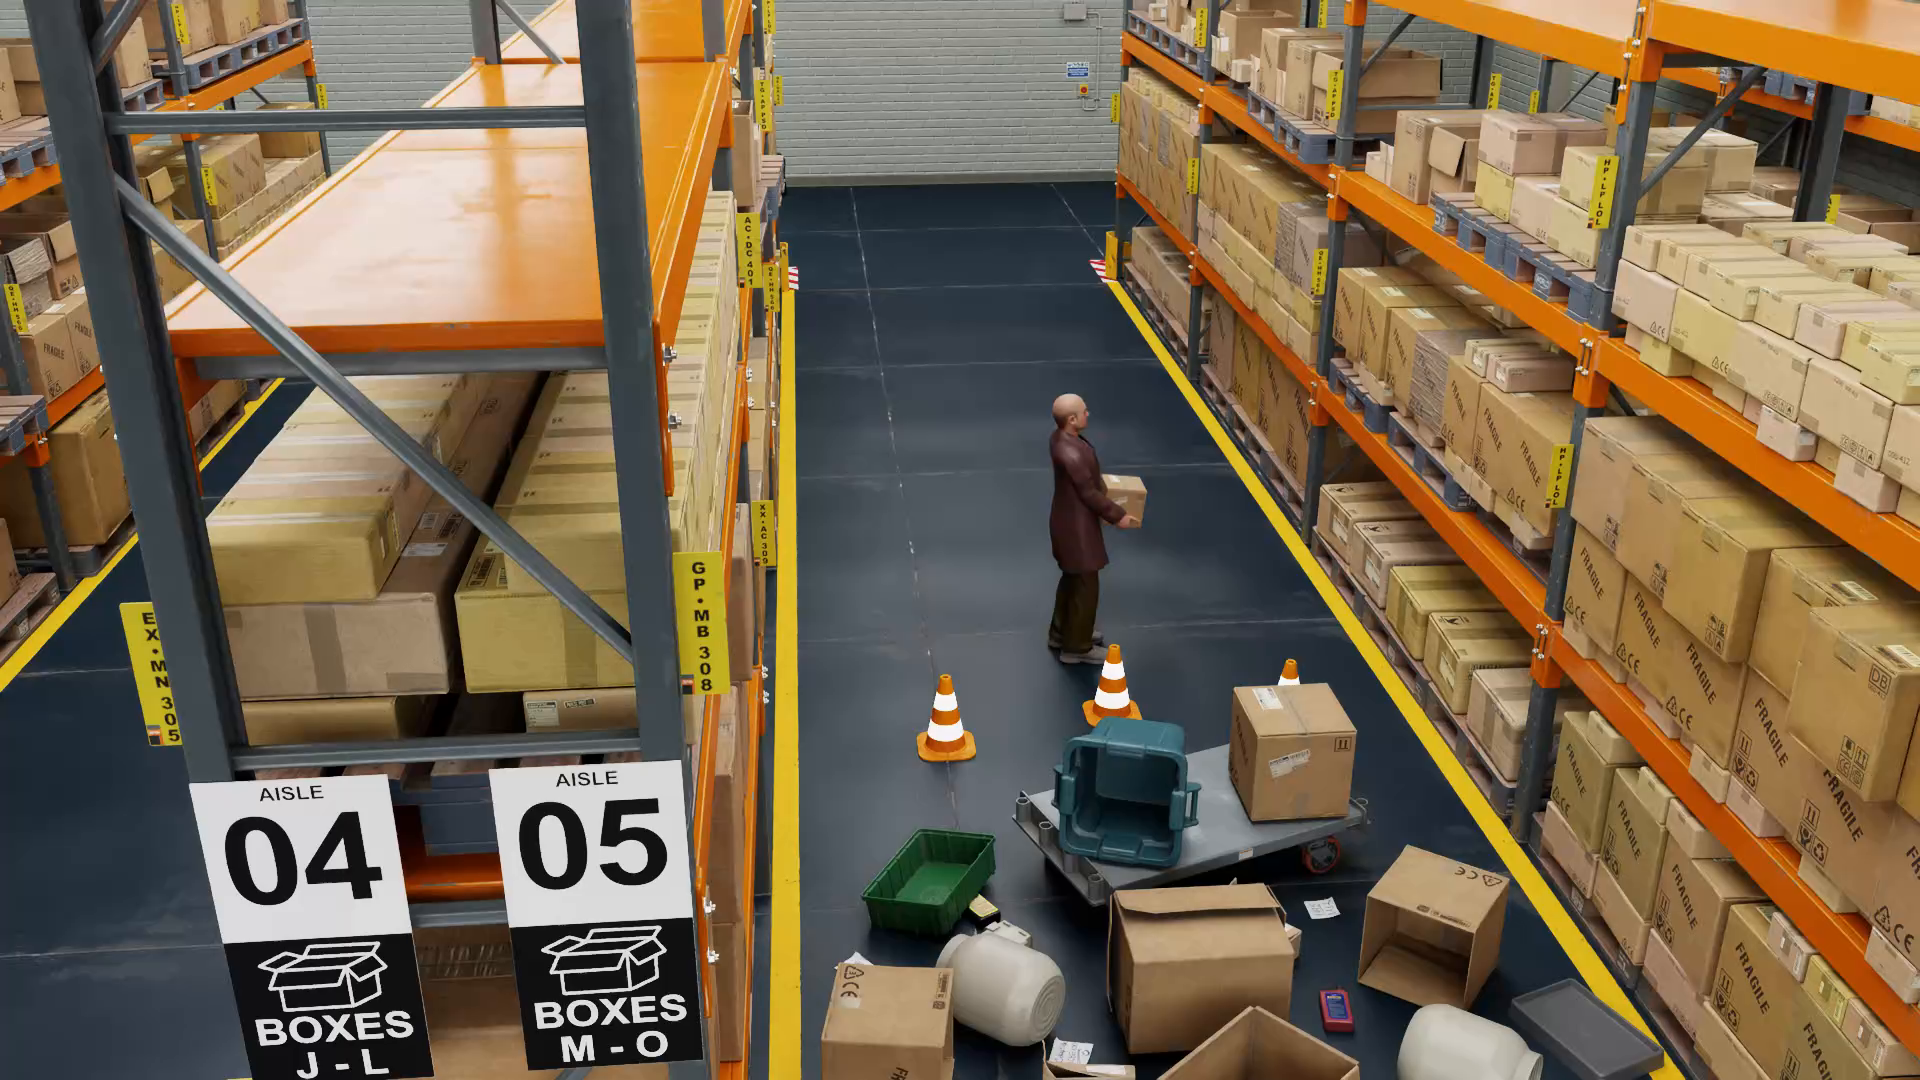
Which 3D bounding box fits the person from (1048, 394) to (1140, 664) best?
[{"bbox_3d":[0.837,-0.079,10.545,0.558,1.773,0.528,-2,23,-4],"label":"person"}]
